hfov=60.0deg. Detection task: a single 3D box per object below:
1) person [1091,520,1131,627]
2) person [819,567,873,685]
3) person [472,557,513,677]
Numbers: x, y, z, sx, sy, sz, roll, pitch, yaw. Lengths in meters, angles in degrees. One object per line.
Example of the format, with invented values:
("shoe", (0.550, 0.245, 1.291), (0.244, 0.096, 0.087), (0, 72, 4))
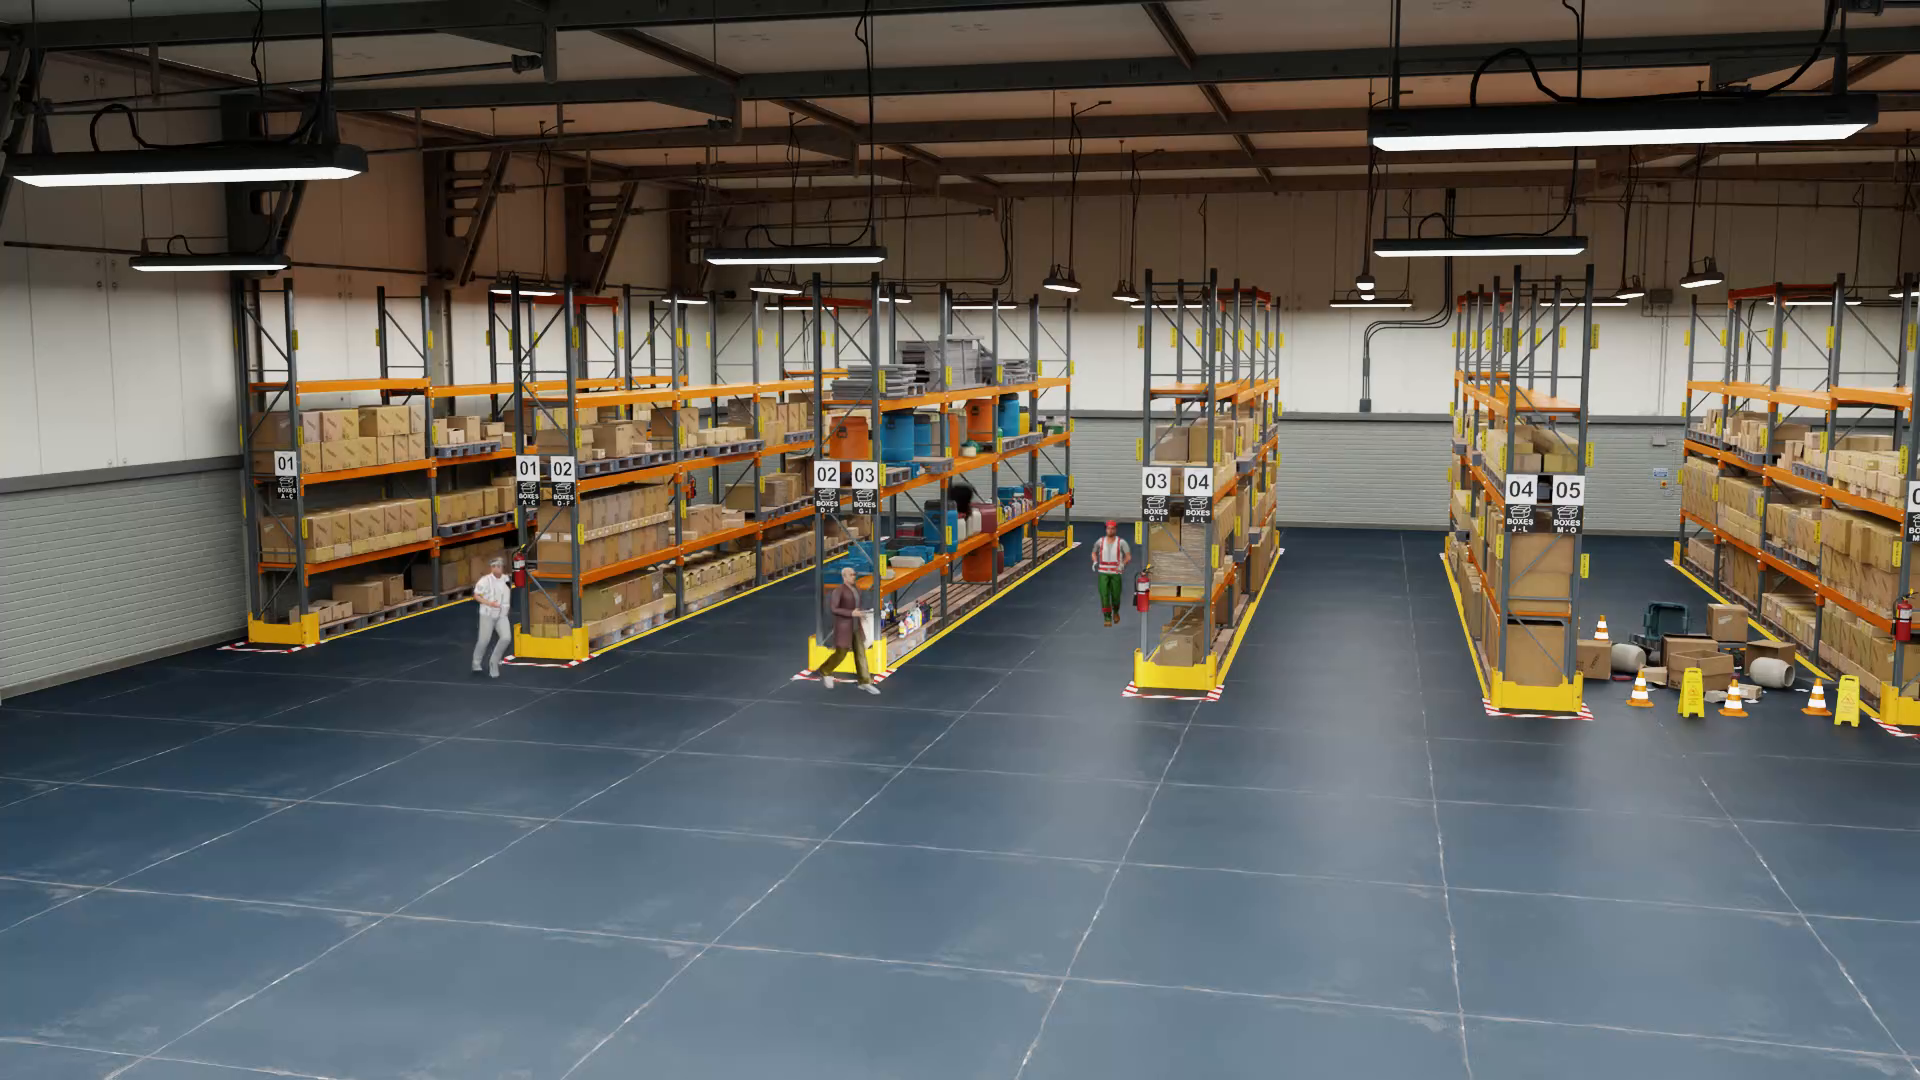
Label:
("person", (2.483, 0.551, 27.505), (0.658, 1.753, 0.616), (1, 7, 12))
("person", (-1.627, 1.218, 23.605), (0.881, 1.692, 0.725), (5, 8, 36))
("person", (-6.996, 1.147, 25.020), (0.681, 1.811, 0.721), (-6, 9, -42))
